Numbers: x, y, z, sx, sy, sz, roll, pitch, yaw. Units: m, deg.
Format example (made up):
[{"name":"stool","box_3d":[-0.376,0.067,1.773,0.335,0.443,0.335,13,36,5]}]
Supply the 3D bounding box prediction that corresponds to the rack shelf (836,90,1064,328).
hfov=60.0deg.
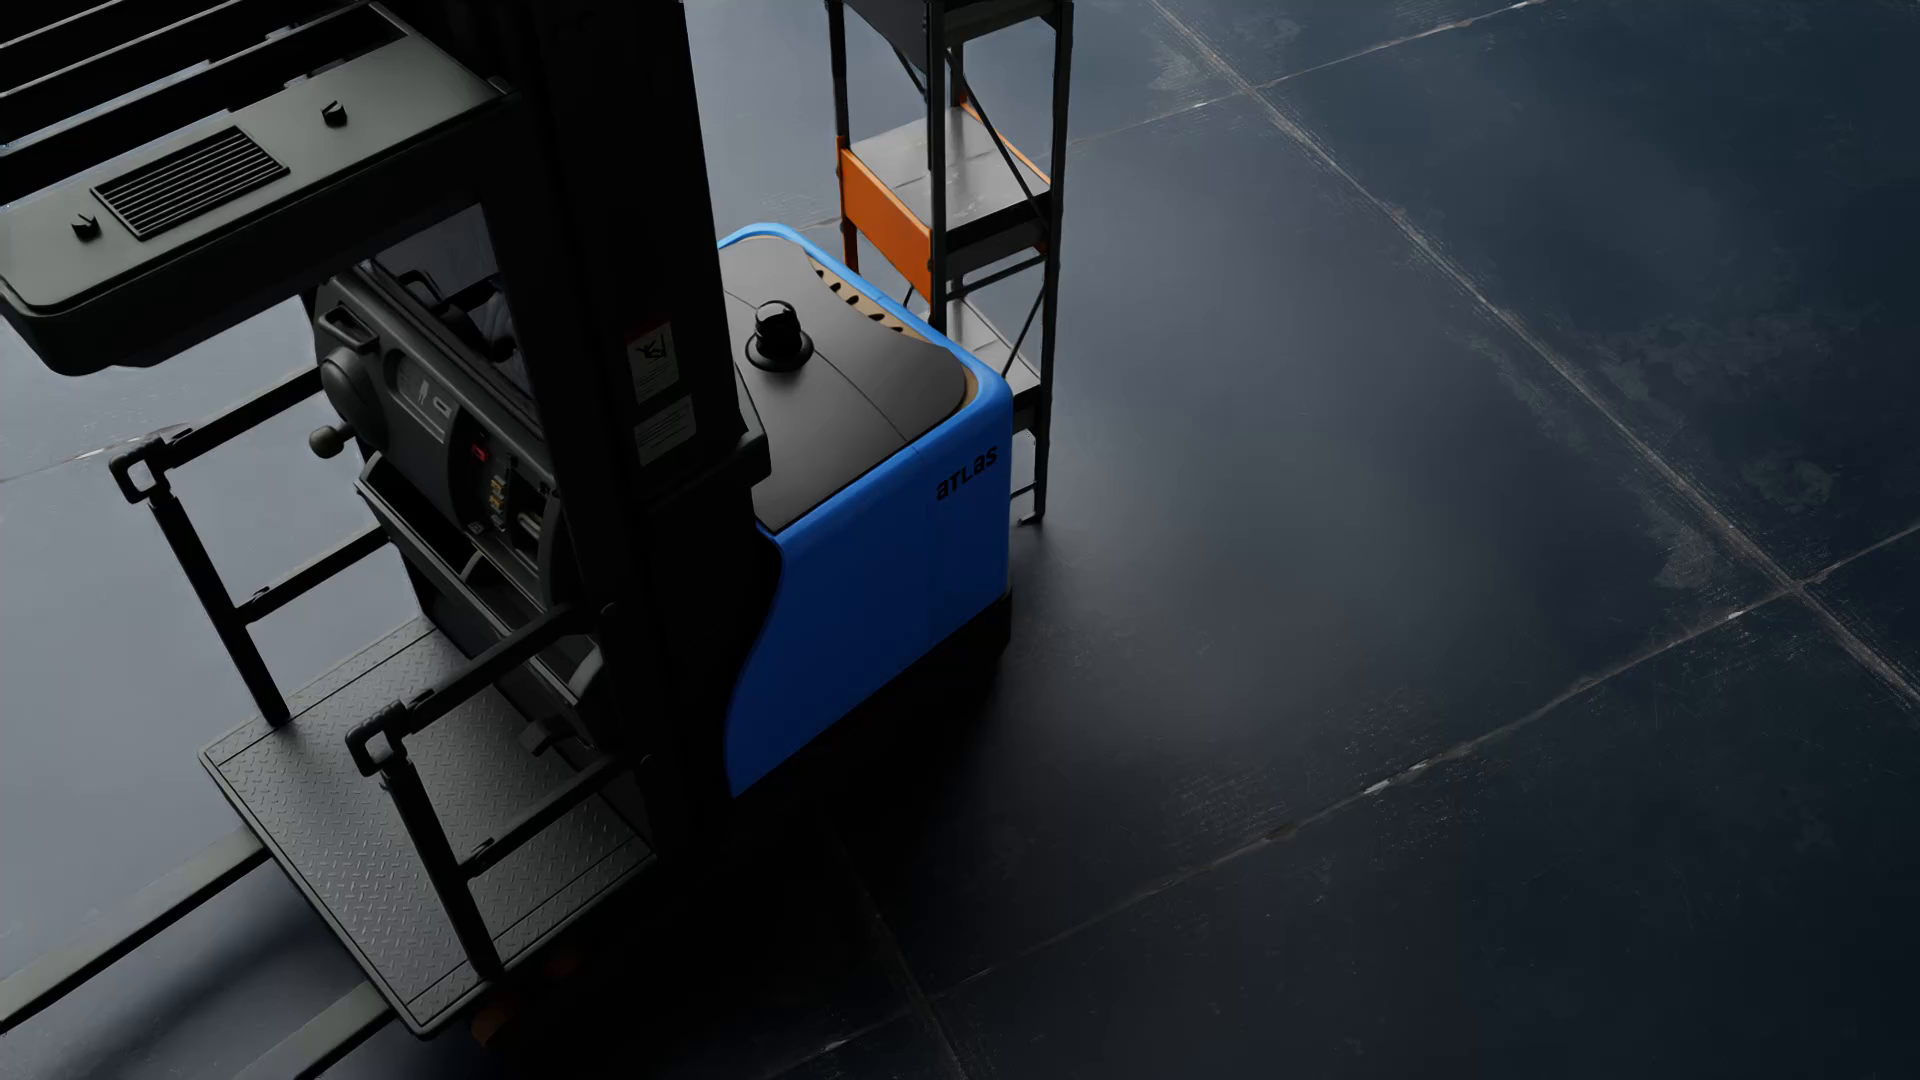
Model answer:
[{"name":"rack shelf","box_3d":[-0.031,-0.849,4.616,0.431,0.518,0.480,-26,54,-21]}]

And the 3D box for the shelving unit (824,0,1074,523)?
[{"name":"shelving unit","box_3d":[-0.031,-0.858,4.606,0.431,2.100,0.503,-26,54,-21]}]

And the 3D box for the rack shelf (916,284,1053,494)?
[{"name":"rack shelf","box_3d":[-0.031,-0.388,5.143,0.431,0.518,0.480,-26,54,-21]}]

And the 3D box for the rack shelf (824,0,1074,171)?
[{"name":"rack shelf","box_3d":[-0.031,-1.310,4.089,0.431,0.518,0.480,-26,54,-21]}]

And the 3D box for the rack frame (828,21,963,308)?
[{"name":"rack frame","box_3d":[-0.163,-1.013,4.741,0.400,2.100,0.015,-26,54,-21]}]

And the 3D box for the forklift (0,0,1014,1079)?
[{"name":"forklift","box_3d":[-1.261,-0.137,3.423,3.031,2.935,1.130,-36,58,-27]}]

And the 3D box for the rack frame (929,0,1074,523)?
[{"name":"rack frame","box_3d":[0.100,-0.703,4.470,0.400,2.100,0.015,-26,54,-21]}]
